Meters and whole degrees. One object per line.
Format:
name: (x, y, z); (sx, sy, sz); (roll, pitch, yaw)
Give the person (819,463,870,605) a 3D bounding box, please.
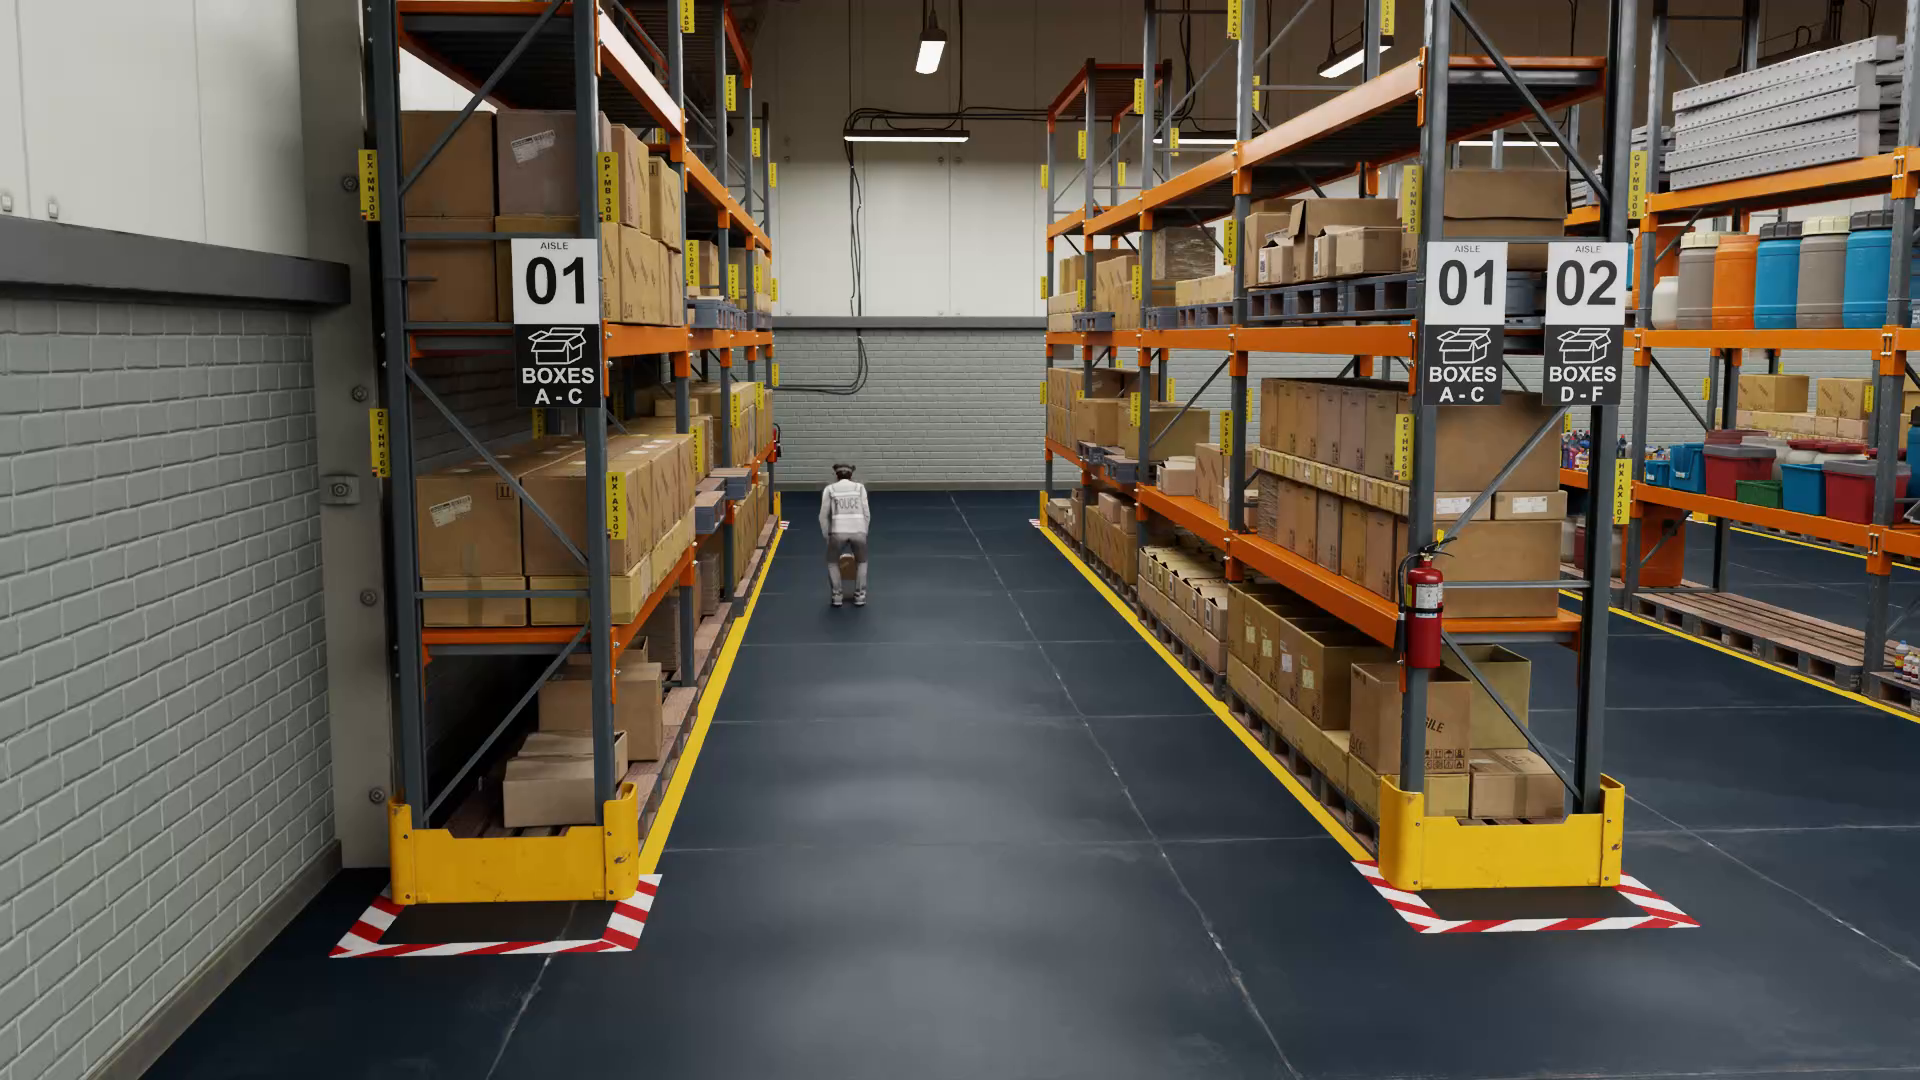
person: (-1.187, -0.056, 17.115); (0.533, 1.455, 0.654); (0, 7, -3)
